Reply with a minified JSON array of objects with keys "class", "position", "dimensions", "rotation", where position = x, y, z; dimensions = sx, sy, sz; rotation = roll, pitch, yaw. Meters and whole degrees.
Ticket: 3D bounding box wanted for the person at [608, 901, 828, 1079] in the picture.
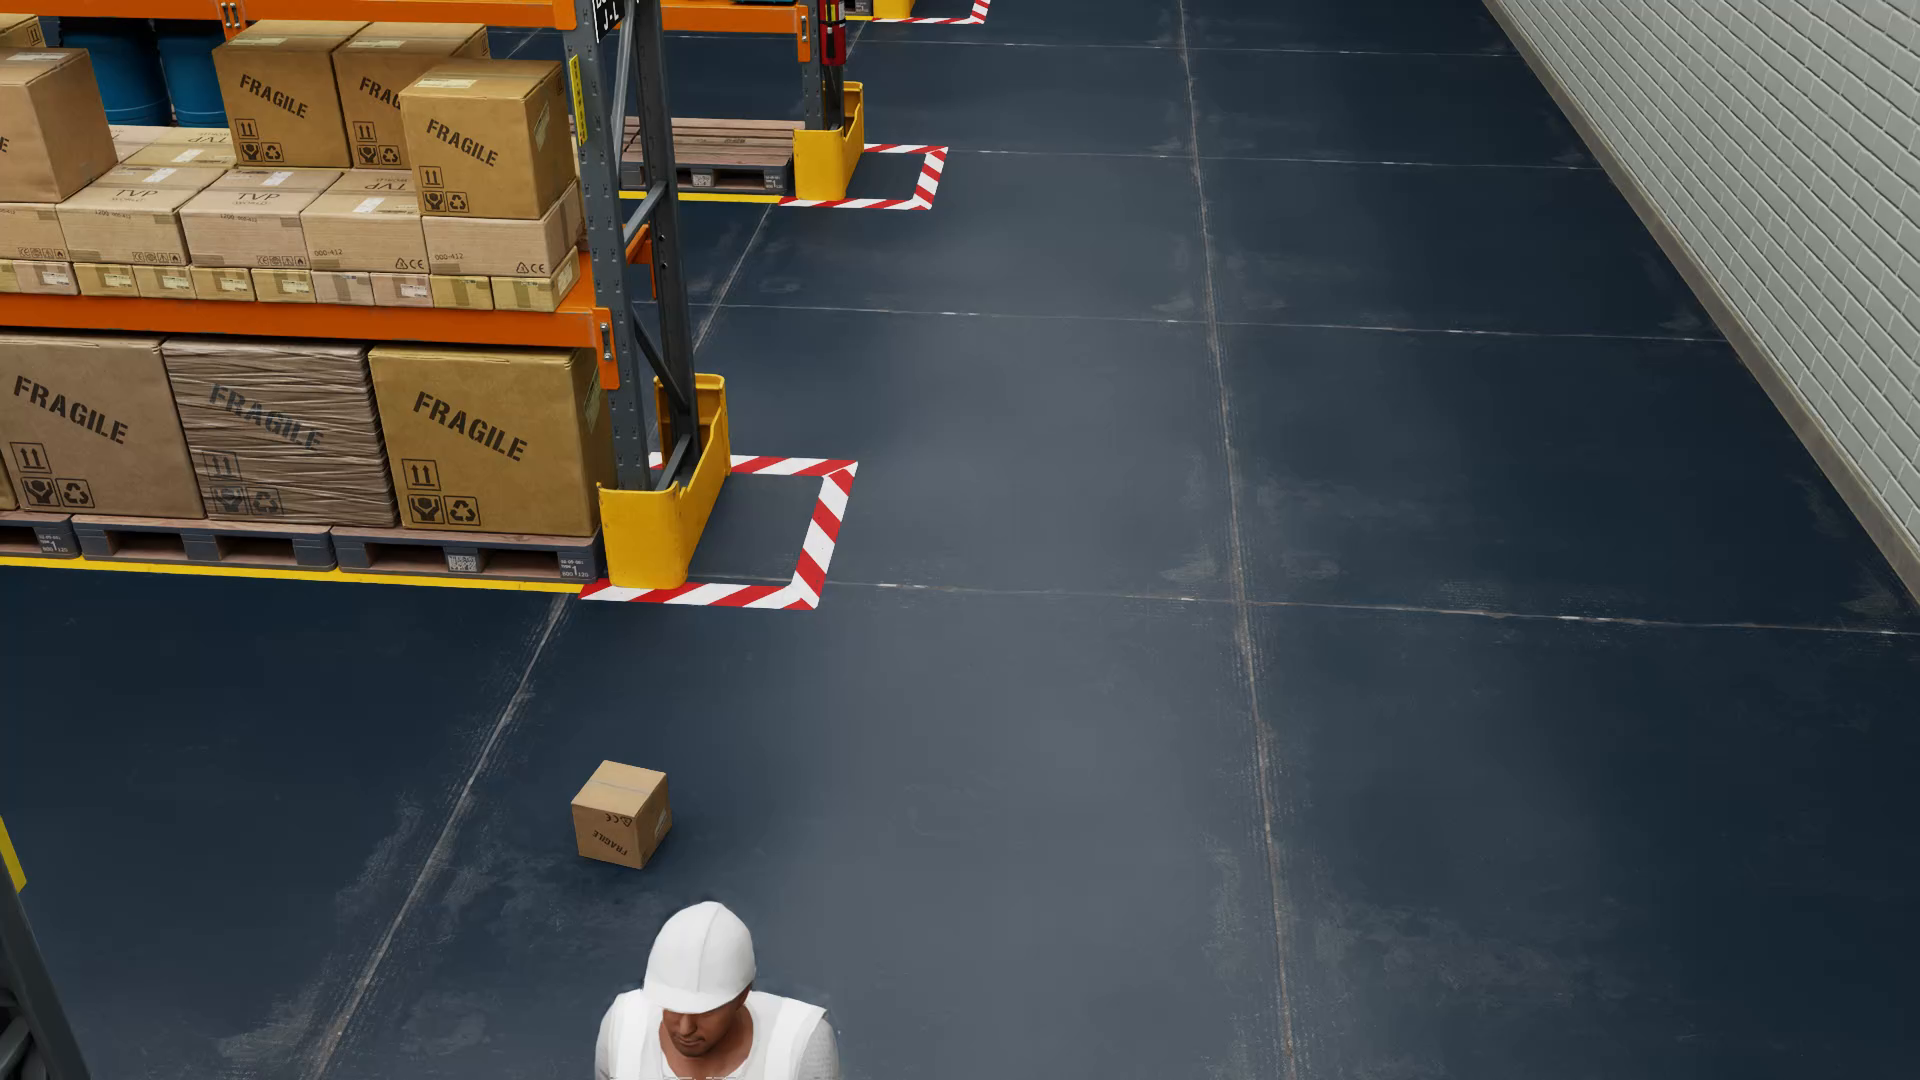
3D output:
[{"class":"person","position":[-0.504,1.561,3.592],"dimensions":[0.563,1.814,0.737],"rotation":[0,32,0]}]
